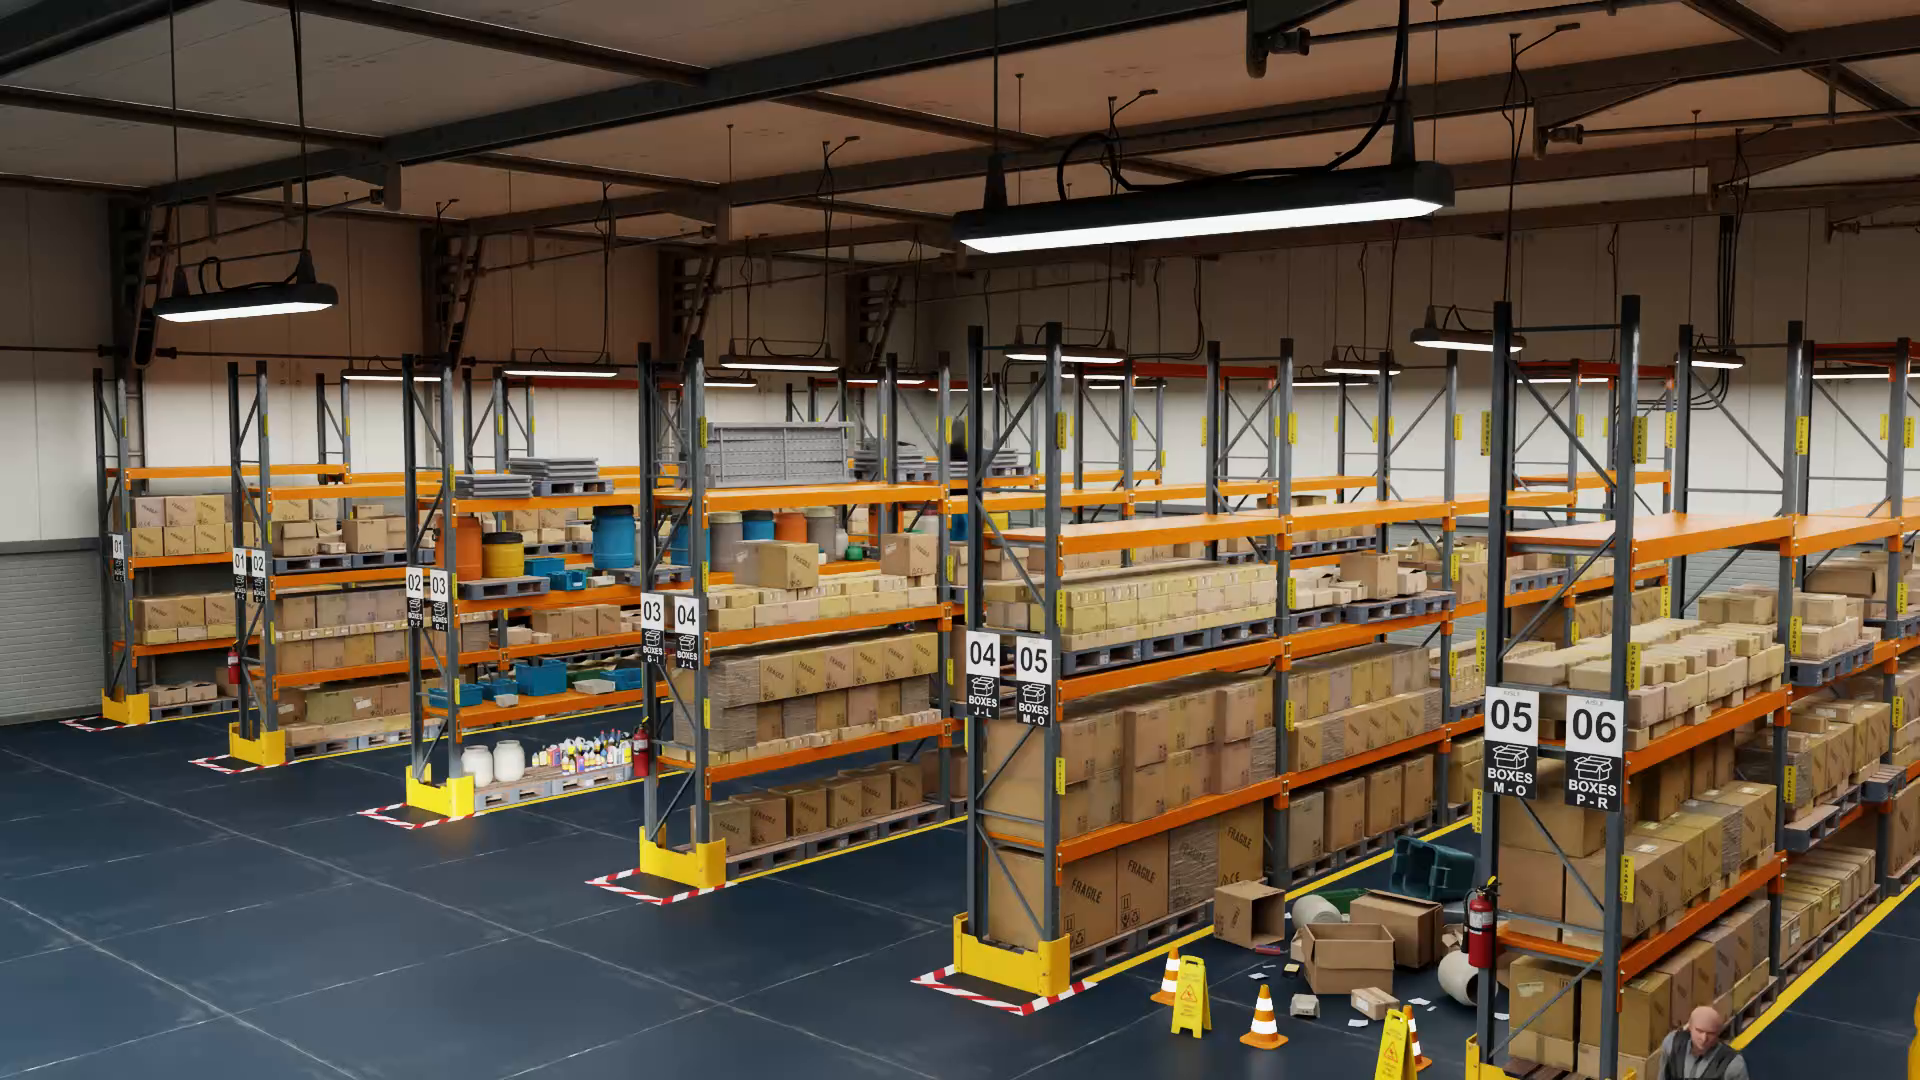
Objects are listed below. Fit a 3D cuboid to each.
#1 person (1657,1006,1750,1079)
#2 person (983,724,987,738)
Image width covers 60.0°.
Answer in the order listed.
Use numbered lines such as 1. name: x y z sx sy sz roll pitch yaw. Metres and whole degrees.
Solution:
1. person: 4.456 3.587 10.036 0.668 1.656 0.667 4 6 41
2. person: 0.669 2.576 25.507 1.108 1.464 0.555 -3 5 -33
